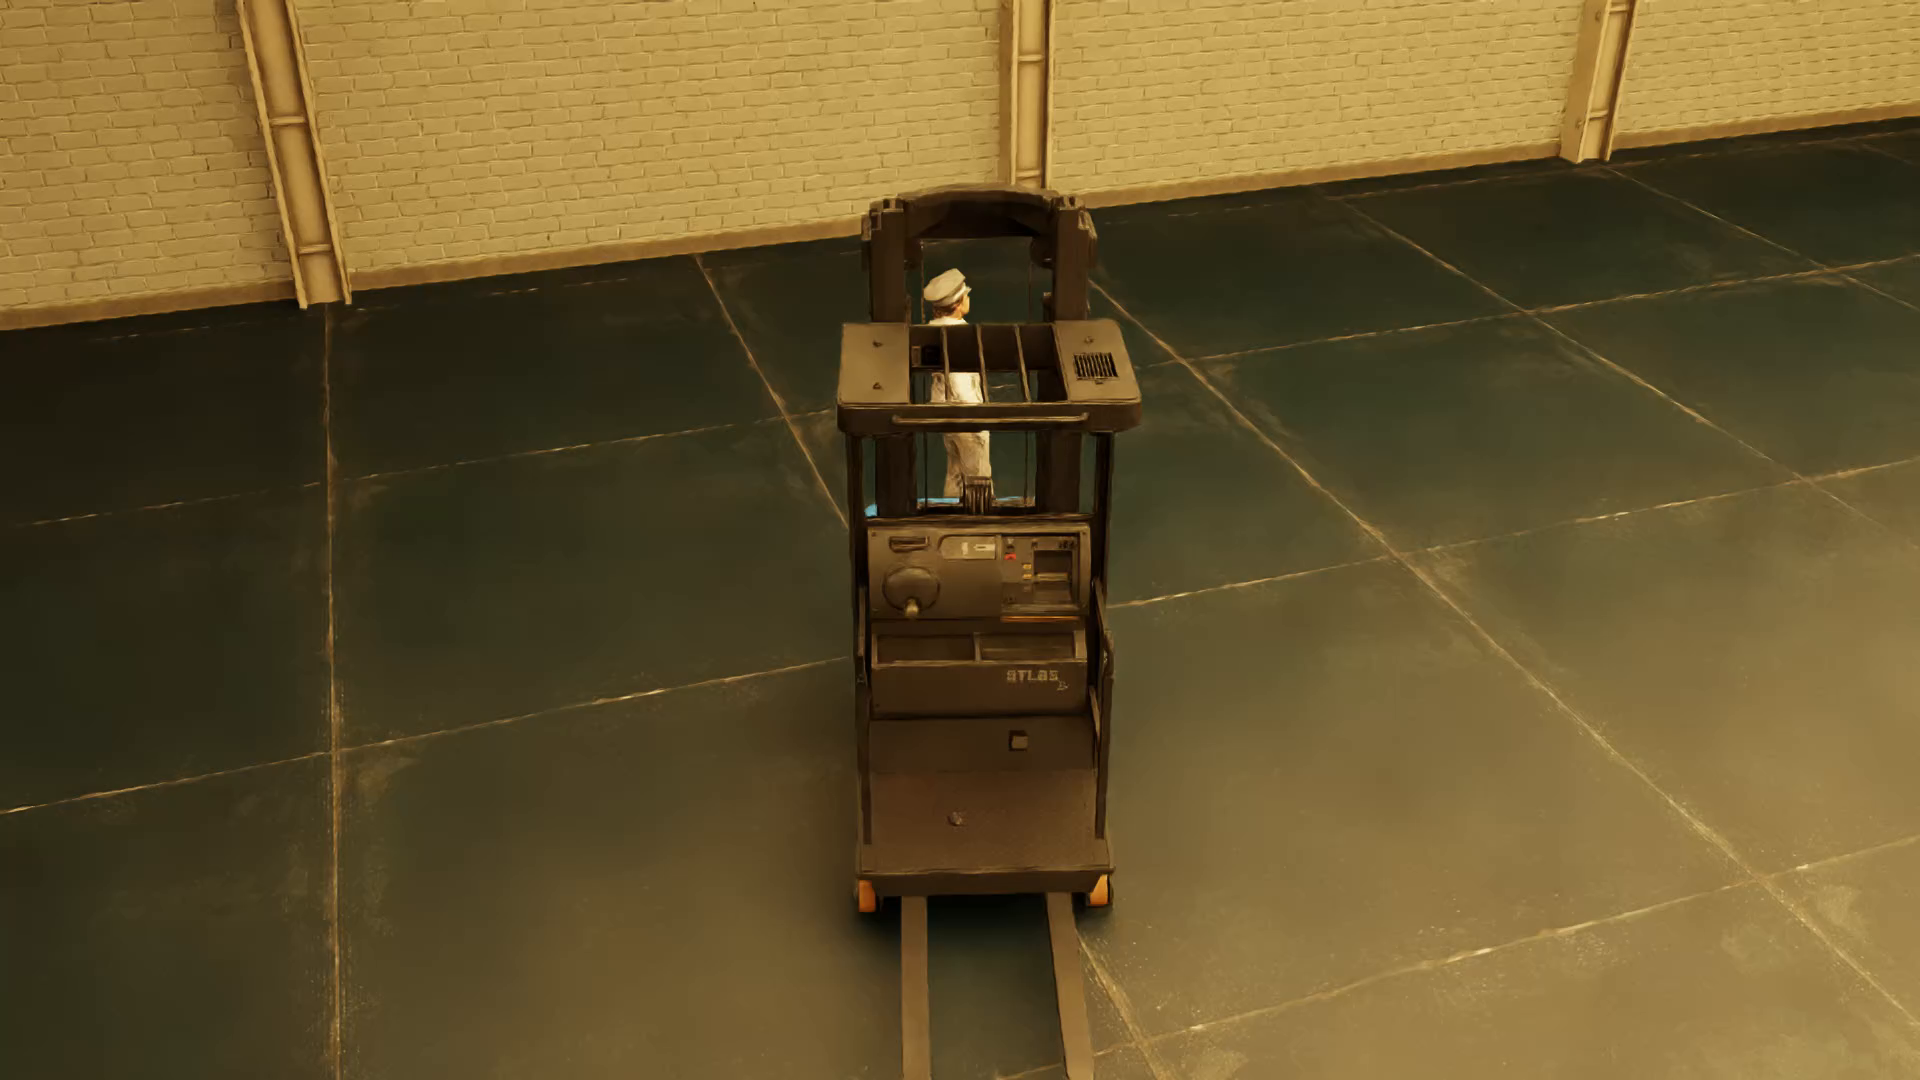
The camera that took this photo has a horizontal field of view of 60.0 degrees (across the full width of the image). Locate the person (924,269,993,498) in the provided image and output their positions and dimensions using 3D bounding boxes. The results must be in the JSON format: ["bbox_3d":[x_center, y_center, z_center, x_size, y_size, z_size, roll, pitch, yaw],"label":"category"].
[{"bbox_3d":[0.066,-0.748,9.612,0.532,1.695,0.586,-10,31,-16],"label":"person"}]

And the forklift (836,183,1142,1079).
[{"bbox_3d":[0.091,0.180,6.774,1.130,2.935,3.031,-1,30,-2],"label":"forklift"}]
